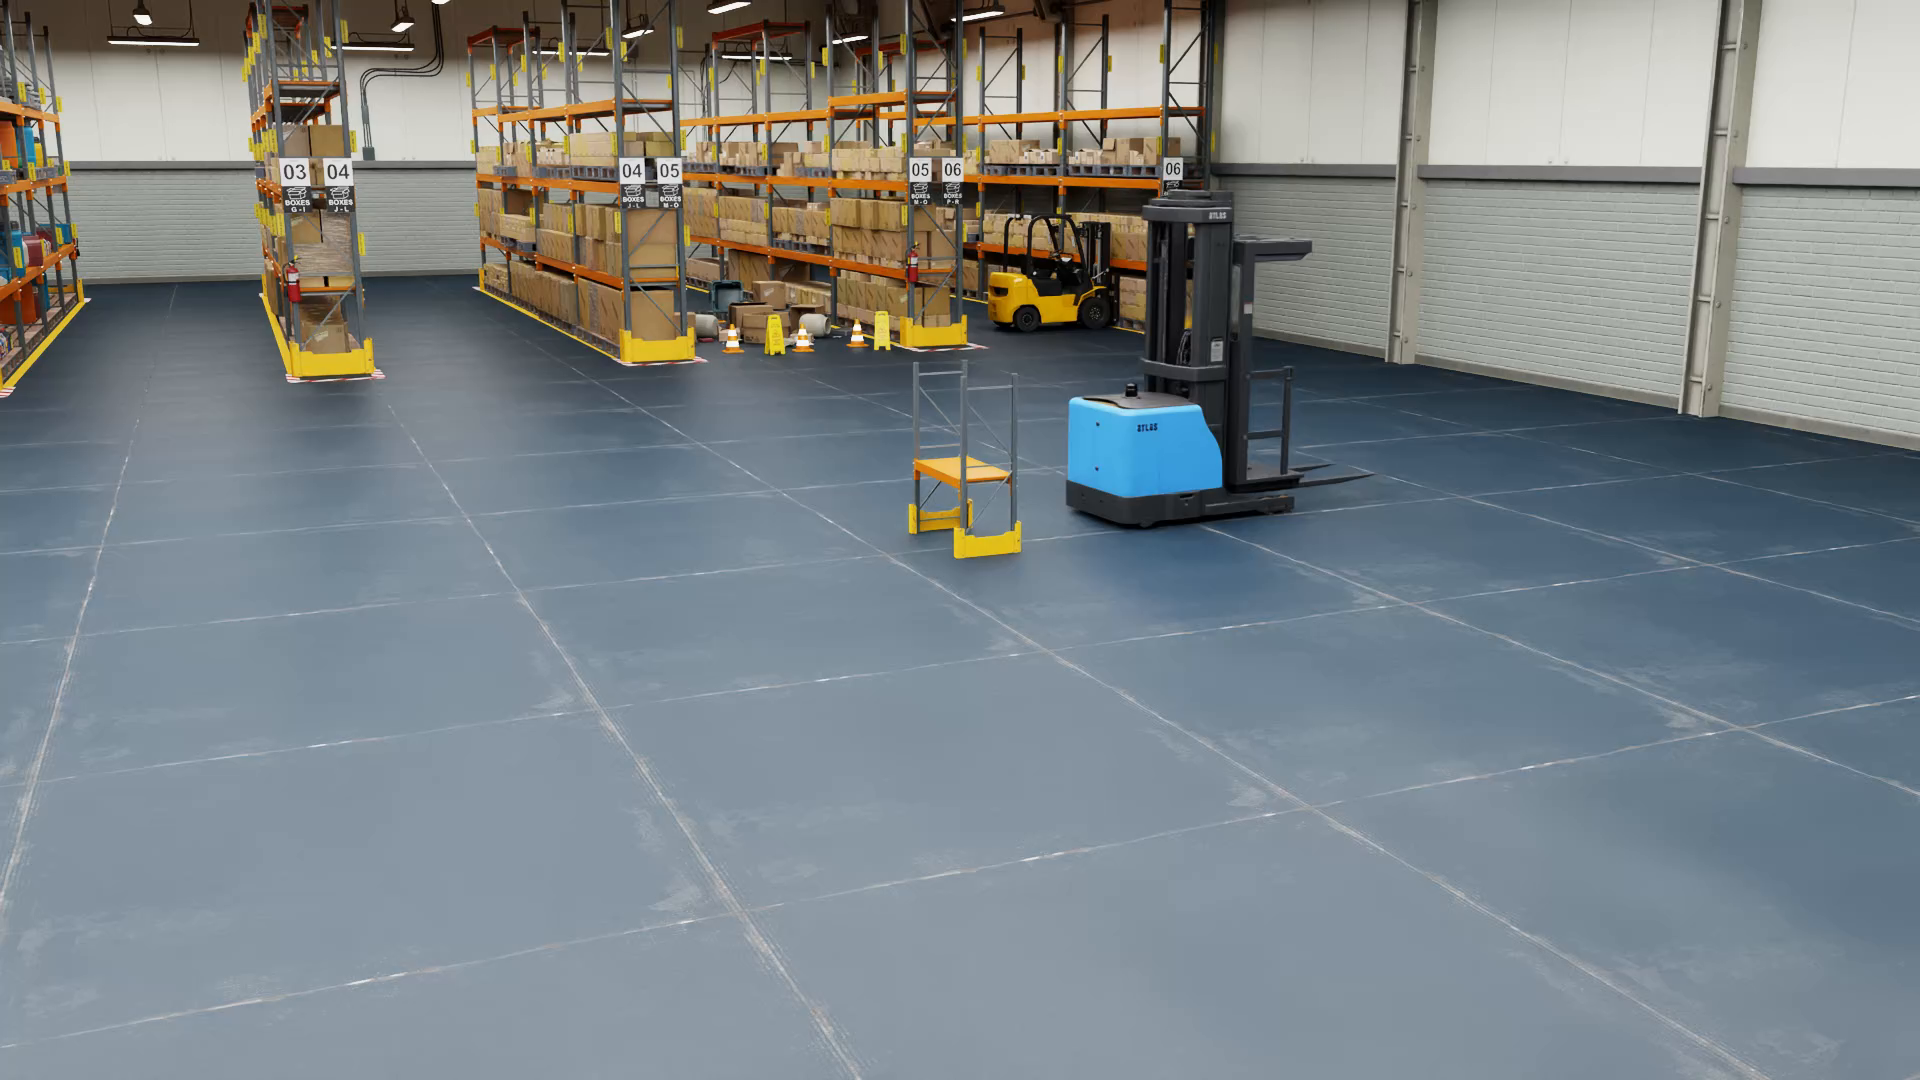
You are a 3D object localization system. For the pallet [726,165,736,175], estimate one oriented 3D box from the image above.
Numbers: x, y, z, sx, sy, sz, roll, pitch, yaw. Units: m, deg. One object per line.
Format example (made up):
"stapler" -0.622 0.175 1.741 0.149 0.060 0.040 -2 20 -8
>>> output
"pallet" -4.825 -8.537 38.377 0.805 0.209 1.217 -6 14 -25

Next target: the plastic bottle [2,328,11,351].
"plastic bottle" -15.130 -3.176 26.338 0.144 0.351 0.185 -6 14 -24

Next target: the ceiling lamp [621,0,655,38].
"ceiling lamp" -6.905 -12.751 36.561 0.800 3.185 2.000 -6 14 -23

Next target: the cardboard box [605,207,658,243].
"cardboard box" -5.344 -5.192 27.422 0.875 0.550 0.550 -6 14 -23

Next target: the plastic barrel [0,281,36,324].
"plastic barrel" -17.466 -4.432 30.750 0.600 0.830 0.708 -6 14 -23

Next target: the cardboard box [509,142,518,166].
"cardboard box" -9.235 -8.272 35.644 0.797 0.503 0.637 -6 14 -24

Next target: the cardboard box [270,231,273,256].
"cardboard box" -13.141 -5.761 32.388 0.500 0.500 0.500 -5 14 -21

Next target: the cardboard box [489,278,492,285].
"cardboard box" -11.131 -6.231 40.032 0.380 0.149 0.250 -5 14 -22

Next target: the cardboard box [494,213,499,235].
"cardboard box" -10.393 -7.262 38.212 0.500 0.500 0.500 -6 14 -25

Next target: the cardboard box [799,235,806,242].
"cardboard box" -3.073 -6.188 34.079 0.380 0.149 0.250 -5 14 -21

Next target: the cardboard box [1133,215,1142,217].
"cardboard box" 3.583 -6.245 32.379 0.380 0.149 0.250 -6 14 -23

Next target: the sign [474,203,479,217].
"sign" -11.832 -8.085 40.732 0.100 0.325 0.005 -6 14 -23

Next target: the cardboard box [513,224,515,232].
"cardboard box" -9.264 -6.614 35.262 0.380 0.149 0.250 -5 14 -22

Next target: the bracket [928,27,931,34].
"bracket" -0.636 -12.759 41.557 0.235 0.232 0.430 -6 14 -23

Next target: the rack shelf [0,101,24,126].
"rack shelf" -16.453 -7.150 27.787 1.077 0.370 4.000 -6 14 -23

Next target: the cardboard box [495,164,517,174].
"cardboard box" -10.177 -8.352 37.483 0.500 0.250 0.500 -5 14 -22

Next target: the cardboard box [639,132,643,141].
"cardboard box" -5.071 -6.643 27.401 0.380 0.149 0.250 -5 14 -22

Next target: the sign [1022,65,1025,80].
"sign" 1.418 -10.483 37.283 0.100 0.325 0.005 -6 14 -23

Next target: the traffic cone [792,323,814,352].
"traffic cone" -2.666 -3.441 28.211 0.336 0.463 0.334 -6 14 -23

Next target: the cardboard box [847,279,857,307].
"cardboard box" -1.819 -4.676 31.425 0.500 0.500 0.500 -5 14 -21

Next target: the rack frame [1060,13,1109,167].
"rack frame" 2.513 -9.073 33.616 1.000 3.000 0.127 -6 14 -23

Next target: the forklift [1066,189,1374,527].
"forklift" 2.531 -1.754 15.446 3.031 2.935 1.130 -7 15 -27

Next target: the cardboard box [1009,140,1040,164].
"cardboard box" 1.386 -8.358 35.805 0.500 0.500 0.500 -5 14 -22

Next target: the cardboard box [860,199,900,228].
"cardboard box" -1.403 -5.959 30.364 0.700 0.500 0.500 -6 14 -23

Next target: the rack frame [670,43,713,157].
"rack frame" -6.840 -11.103 42.387 1.000 3.000 0.127 -6 14 -23

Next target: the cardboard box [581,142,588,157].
"cardboard box" -6.183 -6.685 28.471 0.500 0.250 0.500 -6 14 -24

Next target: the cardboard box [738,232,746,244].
"cardboard box" -4.712 -6.848 37.639 0.500 0.250 0.500 -6 14 -24

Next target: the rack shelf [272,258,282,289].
"rack shelf" -11.915 -4.869 30.351 1.077 0.370 4.000 -6 14 -23

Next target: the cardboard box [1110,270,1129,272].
"cardboard box" 3.104 -5.315 33.632 0.500 0.250 0.500 -6 14 -24

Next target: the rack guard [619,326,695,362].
"rack guard" -4.916 -3.184 27.020 1.175 0.500 0.348 -6 14 -23

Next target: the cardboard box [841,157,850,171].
"cardboard box" -1.893 -7.013 31.041 0.500 0.250 0.500 -6 14 -23

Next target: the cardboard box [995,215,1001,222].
"cardboard box" 1.003 -7.143 36.922 0.380 0.149 0.250 -5 14 -21

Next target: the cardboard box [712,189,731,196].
"cardboard box" -5.653 -8.241 39.447 0.380 0.149 0.250 -6 14 -24

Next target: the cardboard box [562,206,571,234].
"cardboard box" -7.143 -6.082 31.556 0.700 0.500 0.500 -6 14 -23

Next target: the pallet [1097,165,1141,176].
"pallet" 3.363 -7.143 32.125 1.003 0.211 1.213 -6 14 -23

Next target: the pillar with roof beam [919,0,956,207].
"pillar with roof beam" -4.089 -10.563 40.050 9.100 9.000 0.548 -6 14 -23

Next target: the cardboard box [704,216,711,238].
"cardboard box" -5.869 -7.582 40.253 0.500 0.500 0.500 -6 14 -24

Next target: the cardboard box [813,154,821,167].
"cardboard box" -2.598 -7.507 32.902 0.500 0.250 0.500 -5 14 -22

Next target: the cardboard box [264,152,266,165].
"cardboard box" -12.563 -7.161 30.675 0.500 0.500 0.500 -6 14 -23

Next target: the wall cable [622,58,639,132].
"wall cable" -9.377 -12.253 47.355 0.463 3.000 0.029 -6 14 -23

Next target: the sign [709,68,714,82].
"sign" -5.756 -10.764 38.499 0.100 0.325 0.005 -6 14 -23

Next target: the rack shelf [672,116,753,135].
"rack shelf" -6.039 -10.145 40.728 1.077 0.370 4.000 -6 14 -23

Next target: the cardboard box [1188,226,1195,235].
"cardboard box" 4.217 -5.782 31.041 0.380 0.149 0.250 -6 14 -24

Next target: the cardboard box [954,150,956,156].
"cardboard box" 0.086 -8.965 38.589 0.380 0.149 0.250 -6 14 -24

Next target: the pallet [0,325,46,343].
"pallet" -16.979 -3.663 29.730 1.003 0.211 1.213 -6 14 -23

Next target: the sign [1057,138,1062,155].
"sign" 2.020 -7.966 33.640 0.100 0.325 0.005 -6 14 -23

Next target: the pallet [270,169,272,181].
"pallet" -11.263 -6.313 28.760 1.213 0.211 1.003 -6 14 -23

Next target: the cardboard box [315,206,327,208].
"cardboard box" -9.877 -5.006 26.248 0.500 0.500 0.500 -6 14 -23

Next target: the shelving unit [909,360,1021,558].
"shelving unit" 0.031 -0.715 14.133 0.587 1.500 1.083 -6 14 -23

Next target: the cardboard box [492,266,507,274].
"cardboard box" -10.891 -6.409 39.482 0.380 0.149 0.250 -5 14 -22
